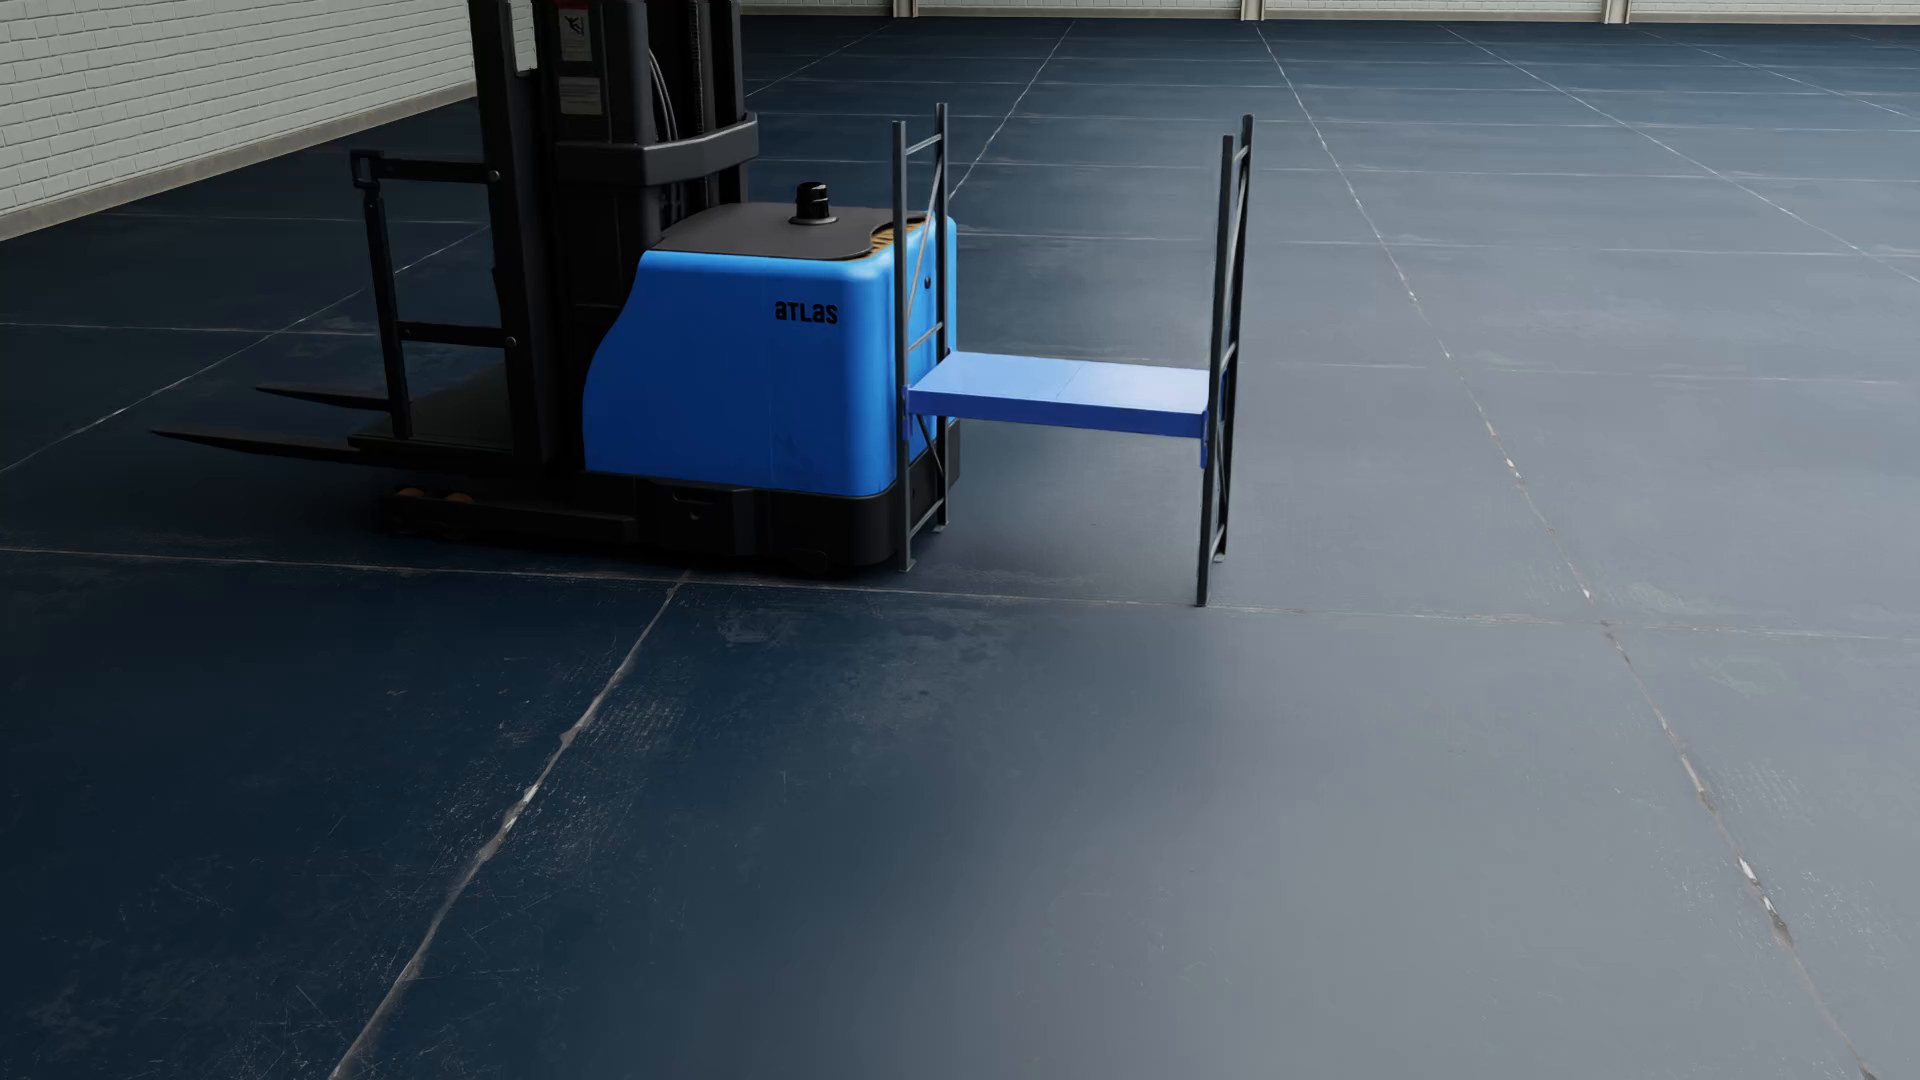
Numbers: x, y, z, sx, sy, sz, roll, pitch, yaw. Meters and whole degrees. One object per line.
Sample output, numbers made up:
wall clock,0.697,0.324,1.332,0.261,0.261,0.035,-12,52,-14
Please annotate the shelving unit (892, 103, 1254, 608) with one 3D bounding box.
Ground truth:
shelving unit,0.362,-0.620,5.469,1.048,1.500,0.538,6,22,15

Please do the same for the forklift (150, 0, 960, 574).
forklift,-1.575,-1.540,5.849,3.031,2.935,1.130,6,22,15

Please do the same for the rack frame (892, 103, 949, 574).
rack frame,-0.126,-0.672,5.601,0.032,1.500,0.500,6,22,15

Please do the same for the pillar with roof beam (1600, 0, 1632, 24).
pillar with roof beam,10.457,-11.280,22.232,0.400,9.000,9.100,2,22,6

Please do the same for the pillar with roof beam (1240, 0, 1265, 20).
pillar with roof beam,4.499,-11.539,22.888,0.400,9.000,9.100,2,22,6

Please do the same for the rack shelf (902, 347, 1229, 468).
rack shelf,0.362,-0.453,5.535,1.000,0.185,0.538,6,22,15

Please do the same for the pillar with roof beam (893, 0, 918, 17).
pillar with roof beam,-1.459,-11.799,23.545,0.400,9.000,9.100,2,22,6

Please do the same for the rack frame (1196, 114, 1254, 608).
rack frame,0.850,-0.568,5.337,0.032,1.500,0.500,6,22,15
